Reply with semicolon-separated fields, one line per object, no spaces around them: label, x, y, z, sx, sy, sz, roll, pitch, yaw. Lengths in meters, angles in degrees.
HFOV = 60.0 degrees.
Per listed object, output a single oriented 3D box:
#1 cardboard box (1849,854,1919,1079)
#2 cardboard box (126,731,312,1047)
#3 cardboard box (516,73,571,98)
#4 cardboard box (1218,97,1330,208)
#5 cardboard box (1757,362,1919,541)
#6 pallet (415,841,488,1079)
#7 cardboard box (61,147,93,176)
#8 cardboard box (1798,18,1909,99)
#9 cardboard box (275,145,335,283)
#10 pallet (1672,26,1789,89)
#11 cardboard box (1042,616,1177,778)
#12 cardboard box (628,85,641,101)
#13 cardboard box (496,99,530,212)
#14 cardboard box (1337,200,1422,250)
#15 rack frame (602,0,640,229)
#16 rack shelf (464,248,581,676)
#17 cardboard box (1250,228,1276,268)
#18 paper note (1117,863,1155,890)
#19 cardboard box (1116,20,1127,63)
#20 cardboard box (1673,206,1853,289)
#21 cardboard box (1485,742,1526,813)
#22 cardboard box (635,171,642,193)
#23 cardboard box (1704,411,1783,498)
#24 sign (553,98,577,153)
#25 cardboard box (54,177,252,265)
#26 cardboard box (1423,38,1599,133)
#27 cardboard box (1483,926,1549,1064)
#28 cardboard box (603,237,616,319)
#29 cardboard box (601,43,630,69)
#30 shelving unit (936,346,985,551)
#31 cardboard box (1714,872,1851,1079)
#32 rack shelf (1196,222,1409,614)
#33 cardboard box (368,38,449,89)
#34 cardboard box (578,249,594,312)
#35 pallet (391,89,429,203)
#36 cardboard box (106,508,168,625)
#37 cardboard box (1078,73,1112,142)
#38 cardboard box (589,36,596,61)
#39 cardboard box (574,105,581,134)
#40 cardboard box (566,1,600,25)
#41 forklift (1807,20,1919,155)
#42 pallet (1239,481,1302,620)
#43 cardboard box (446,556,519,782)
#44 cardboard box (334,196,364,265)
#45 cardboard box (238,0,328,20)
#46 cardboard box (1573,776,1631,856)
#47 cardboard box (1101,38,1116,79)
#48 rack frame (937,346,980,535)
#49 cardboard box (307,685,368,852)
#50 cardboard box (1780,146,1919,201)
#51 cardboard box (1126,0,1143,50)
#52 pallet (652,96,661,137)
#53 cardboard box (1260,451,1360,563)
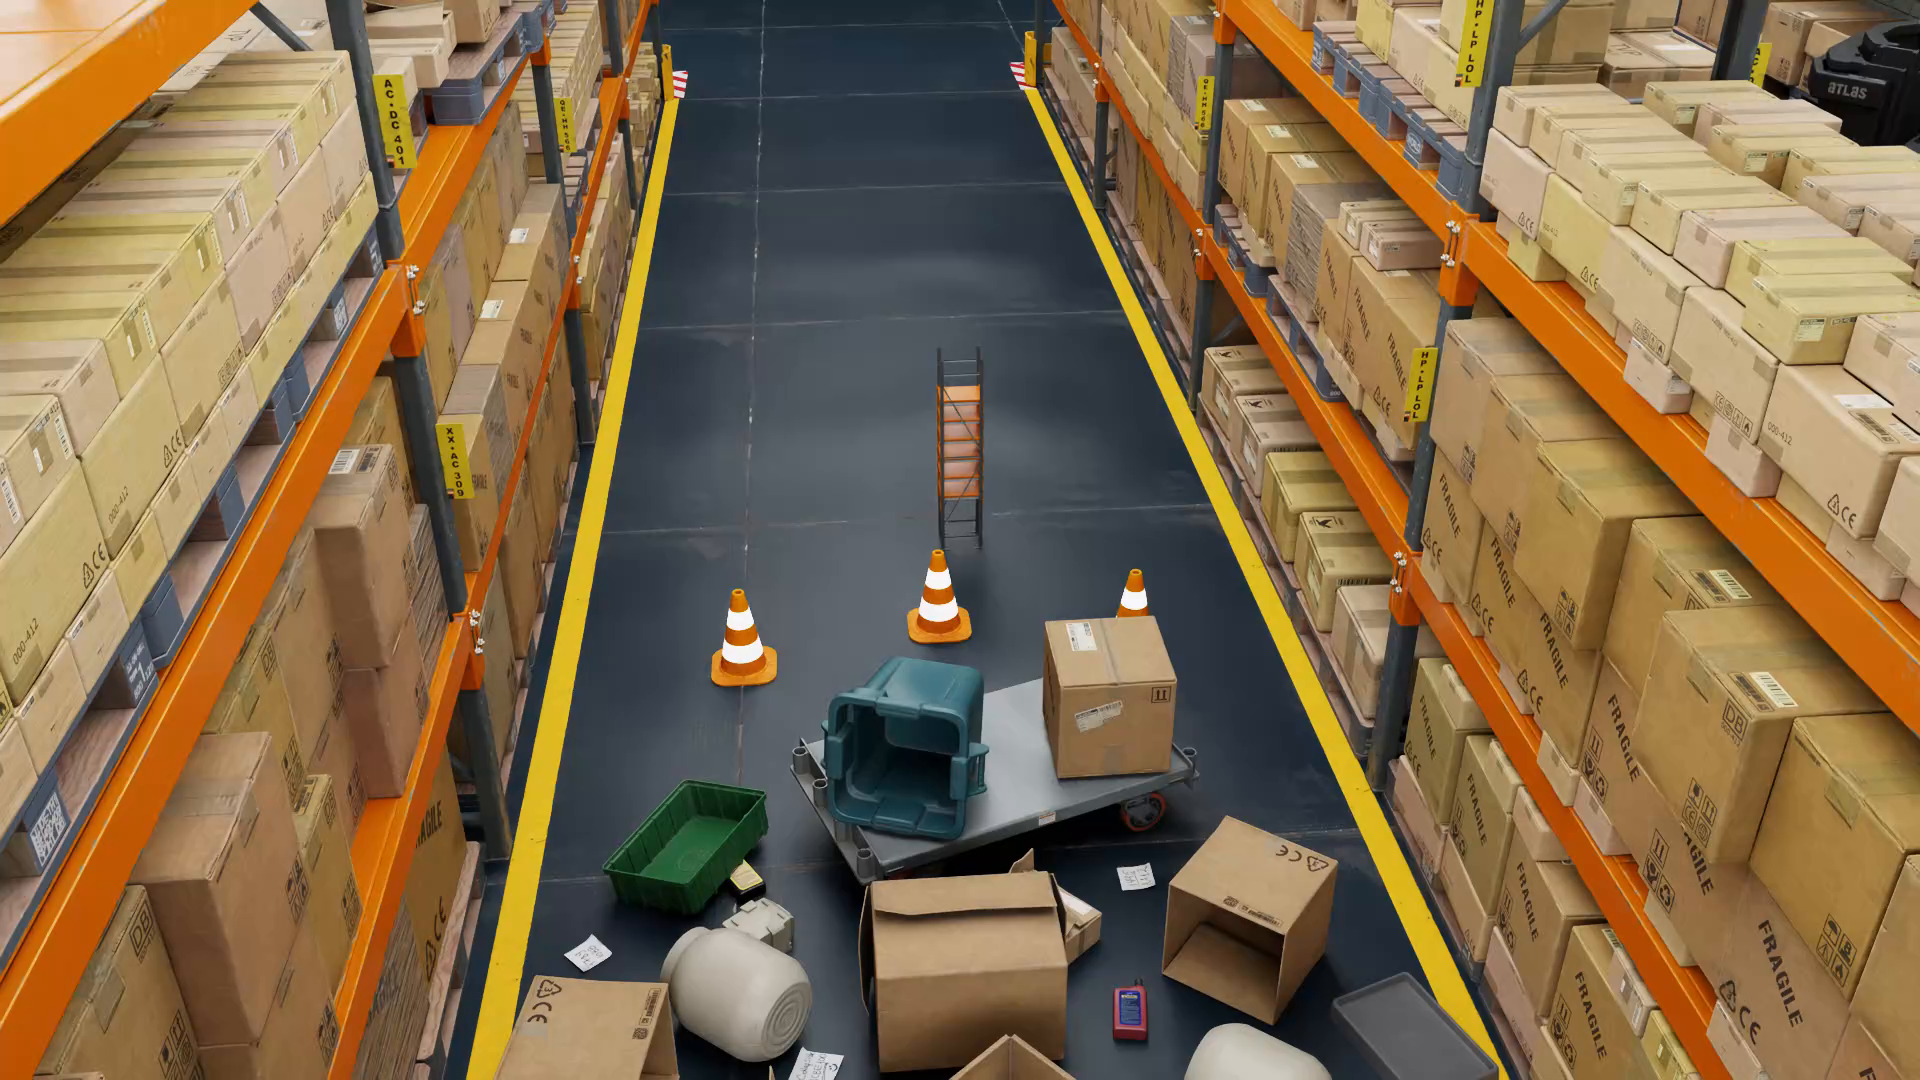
cardboard box;2.529;1.033;3.733;0.700;0.500;0.500;-3;31;-6
cardboard box;-2.182;0.884;4.145;0.875;0.550;0.550;-3;31;-5
cardboard box;-2.820;-3.021;11.138;0.380;0.149;0.250;-1;31;-2
cardboard box;1.858;-2.311;9.897;0.500;0.500;0.500;-4;31;-6
cardboard box;2.379;-0.237;4.154;0.500;0.250;0.500;-2;31;-3
pallet;-2.506;1.719;6.666;1.003;0.211;1.213;-3;31;-5
cardboard box;-2.755;-1.154;4.792;0.380;0.149;0.250;-3;31;-5
cardboard box;6.651;-3.490;12.157;0.797;0.503;0.637;-3;31;-6
cardboard box;-2.150;-0.947;4.835;0.500;0.250;0.500;-3;31;-5
pallet;6.580;-3.987;13.688;1.003;0.211;1.213;-3;31;-5
cardboard box;0.651;0.690;7.369;0.500;0.500;0.500;-3;31;-5
cardboard box;-3.193;-4.151;15.565;0.380;0.149;0.250;-3;31;-4
cardboard box;-2.841;-2.154;9.360;0.700;0.500;0.500;-3;31;-5
cardboard box;2.026;-1.503;7.912;0.380;0.149;0.250;-4;31;-7
rack frame;-3.246;-3.954;13.445;1.000;3.000;0.127;-3;31;-5
rack shelf;-2.686;-0.582;8.501;1.077;0.370;4.000;-3;31;-5
cardboard box;1.869;-1.669;9.455;0.380;0.149;0.250;-3;31;-4
paper note;0.771;1.468;7.262;0.148;0.019;0.142;-3;31;-5
cardboard box;1.510;-3.890;12.997;0.500;0.250;0.500;-2;31;-4
cardboard box;2.301;-0.842;4.777;0.380;0.149;0.250;-3;31;-5
cardboard box;2.208;0.884;6.253;0.380;0.149;0.250;-2;31;-3
cardboard box;-2.960;-3.112;14.406;0.380;0.149;0.250;-4;31;-7
cardboard box;2.294;-0.247;4.559;0.380;0.149;0.250;-3;31;-5
sign;-2.320;-2.437;9.777;0.100;0.325;0.005;-3;31;-5
cardboard box;-2.030;-0.799;4.199;0.380;0.149;0.250;-3;31;-5
cardboard box;2.221;-1.853;6.740;0.500;0.250;0.500;-3;31;-6
cardboard box;2.320;1.699;6.254;0.500;0.250;0.500;-3;31;-5
cardboard box;-2.788;-1.911;12.053;0.500;0.500;0.500;-4;31;-6
cardboard box;-2.947;-4.007;13.778;0.380;0.149;0.250;-2;31;-3
shelving unit;0.001;-0.508;9.430;0.258;1.200;0.189;-3;31;-5
cardboard box;2.427;1.193;4.440;0.500;0.500;0.500;-3;31;-4
rack shelf;2.233;-0.871;8.985;1.077;0.370;4.000;-3;31;-5
cardboard box;-2.371;-2.001;6.988;0.380;0.149;0.250;-3;31;-5
cardboard box;-2.696;-1.705;10.976;0.500;0.250;0.500;-4;31;-7
pallet;-2.634;-1.541;6.667;0.805;0.209;1.217;-4;31;-7
cardboard box;-1.933;0.063;3.532;0.380;0.149;0.250;-3;31;-4
cardboard box;1.637;-4.106;15.789;0.875;0.438;0.875;-4;31;-6
cardboard box;-2.966;-3.699;12.564;0.380;0.149;0.250;-1;31;-2
cardboard box;-2.839;-2.899;11.515;0.380;0.149;0.250;-2;31;-4
cardboard box;-3.014;-4.086;12.922;0.380;0.149;0.250;-1;31;-2
forklift;5.054;-1.078;8.698;3.031;2.935;1.130;26;39;36
pallet;2.229;0.017;9.516;1.003;0.211;1.213;-3;31;-5
cardboard box;-2.646;0.603;7.600;1.050;0.750;0.750;-3;31;-5
cardboard box;-2.123;-0.974;5.268;0.380;0.149;0.250;-2;31;-4
cardboard box;-2.882;-2.227;7.208;0.500;0.311;0.500;-4;31;-6
cardboard box;2.292;0.906;5.553;0.380;0.149;0.250;-3;31;-5
cardboard box;1.451;-3.941;13.570;0.500;0.250;0.500;-3;31;-6
rack frame;-0.007;-0.554;9.509;0.240;1.200;0.006;-3;31;-5
cardboard box;-2.445;0.815;5.315;0.875;0.550;0.550;-3;31;-5
cardboard box;2.858;-1.137;5.271;0.380;0.149;0.250;-2;31;-3
cardboard box;1.547;-3.962;12.386;0.500;0.500;0.500;-3;31;-6
pallet;-3.572;-4.344;16.817;1.003;0.211;1.213;-3;31;-5
cardboard box;2.231;-0.200;9.313;0.950;0.372;0.625;-2;31;-3
